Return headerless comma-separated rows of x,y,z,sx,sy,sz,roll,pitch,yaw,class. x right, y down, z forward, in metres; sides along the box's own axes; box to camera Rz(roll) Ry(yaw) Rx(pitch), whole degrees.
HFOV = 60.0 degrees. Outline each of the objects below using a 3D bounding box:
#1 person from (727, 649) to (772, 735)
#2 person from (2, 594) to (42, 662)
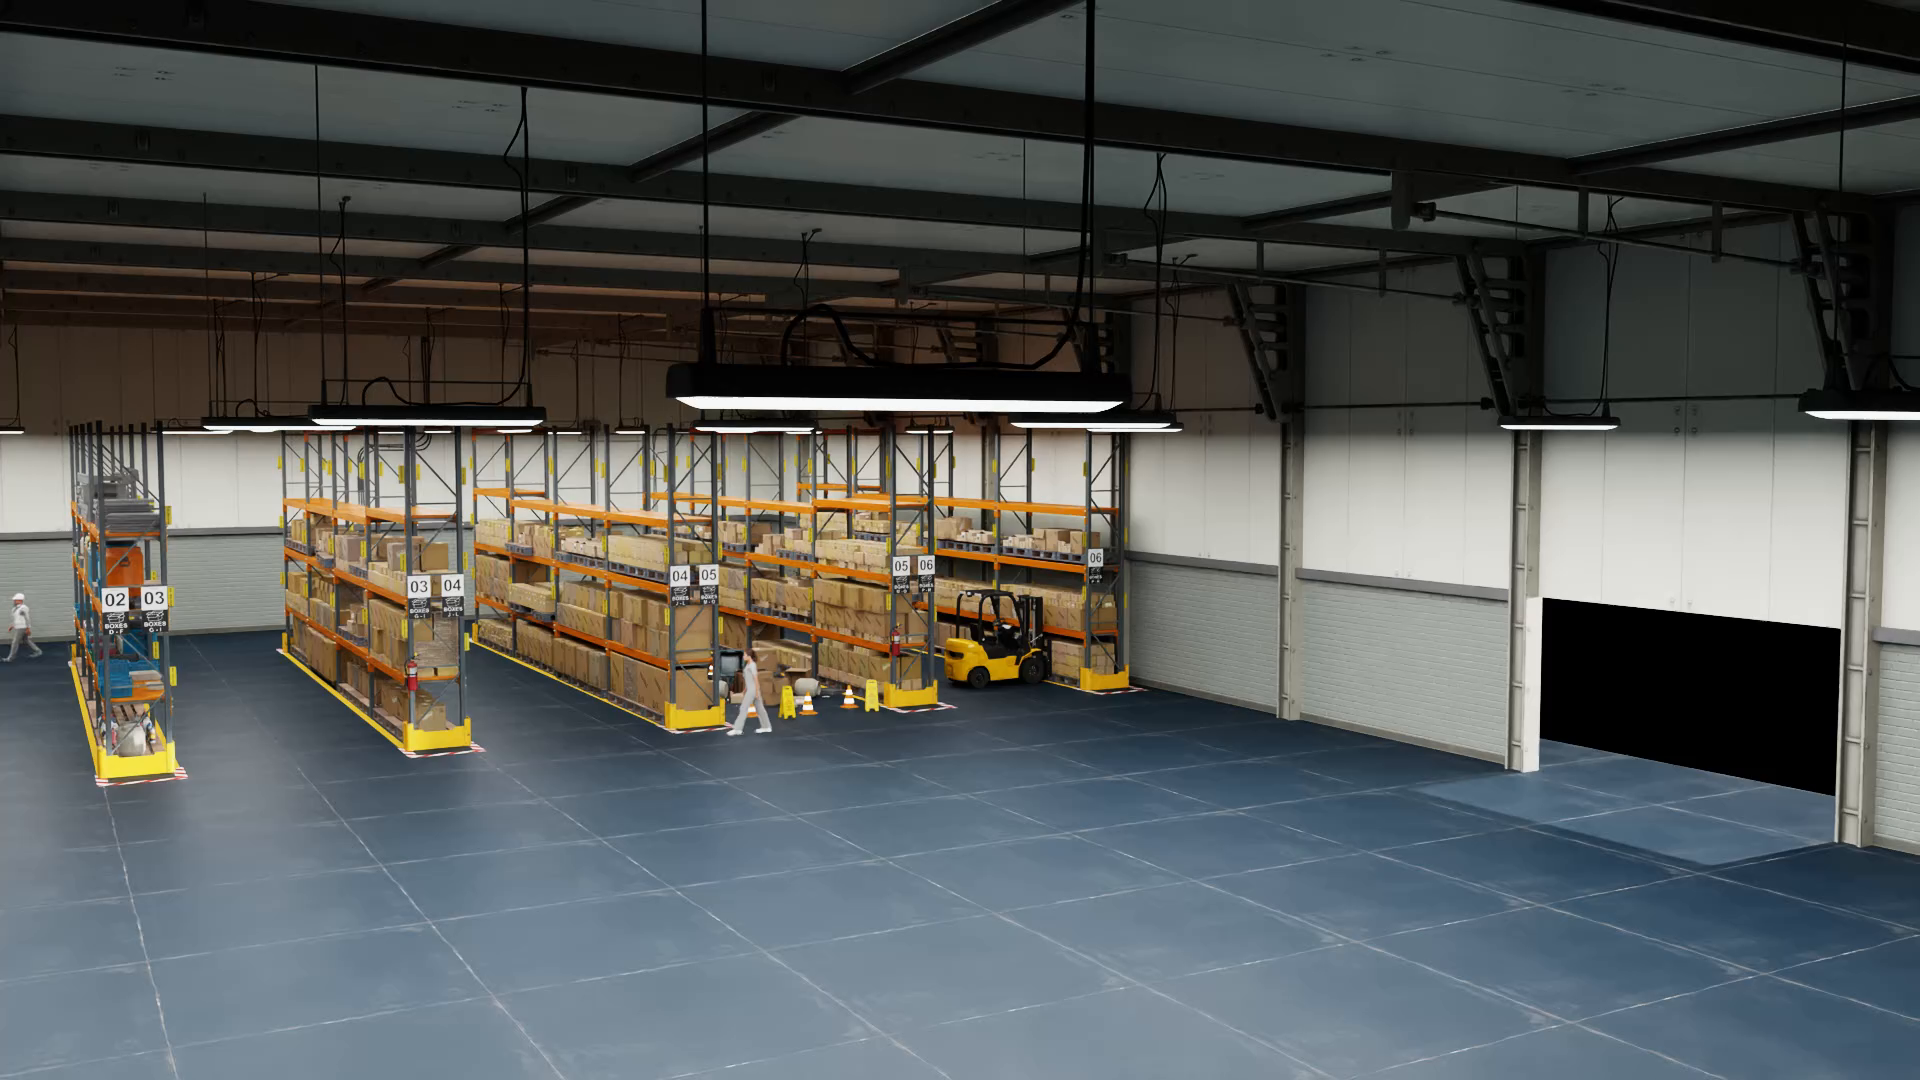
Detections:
-4.058,2.915,32.011,0.860,1.610,0.491,0,4,-6,person
-24.013,2.236,42.513,0.567,1.746,1.011,3,4,38,person
